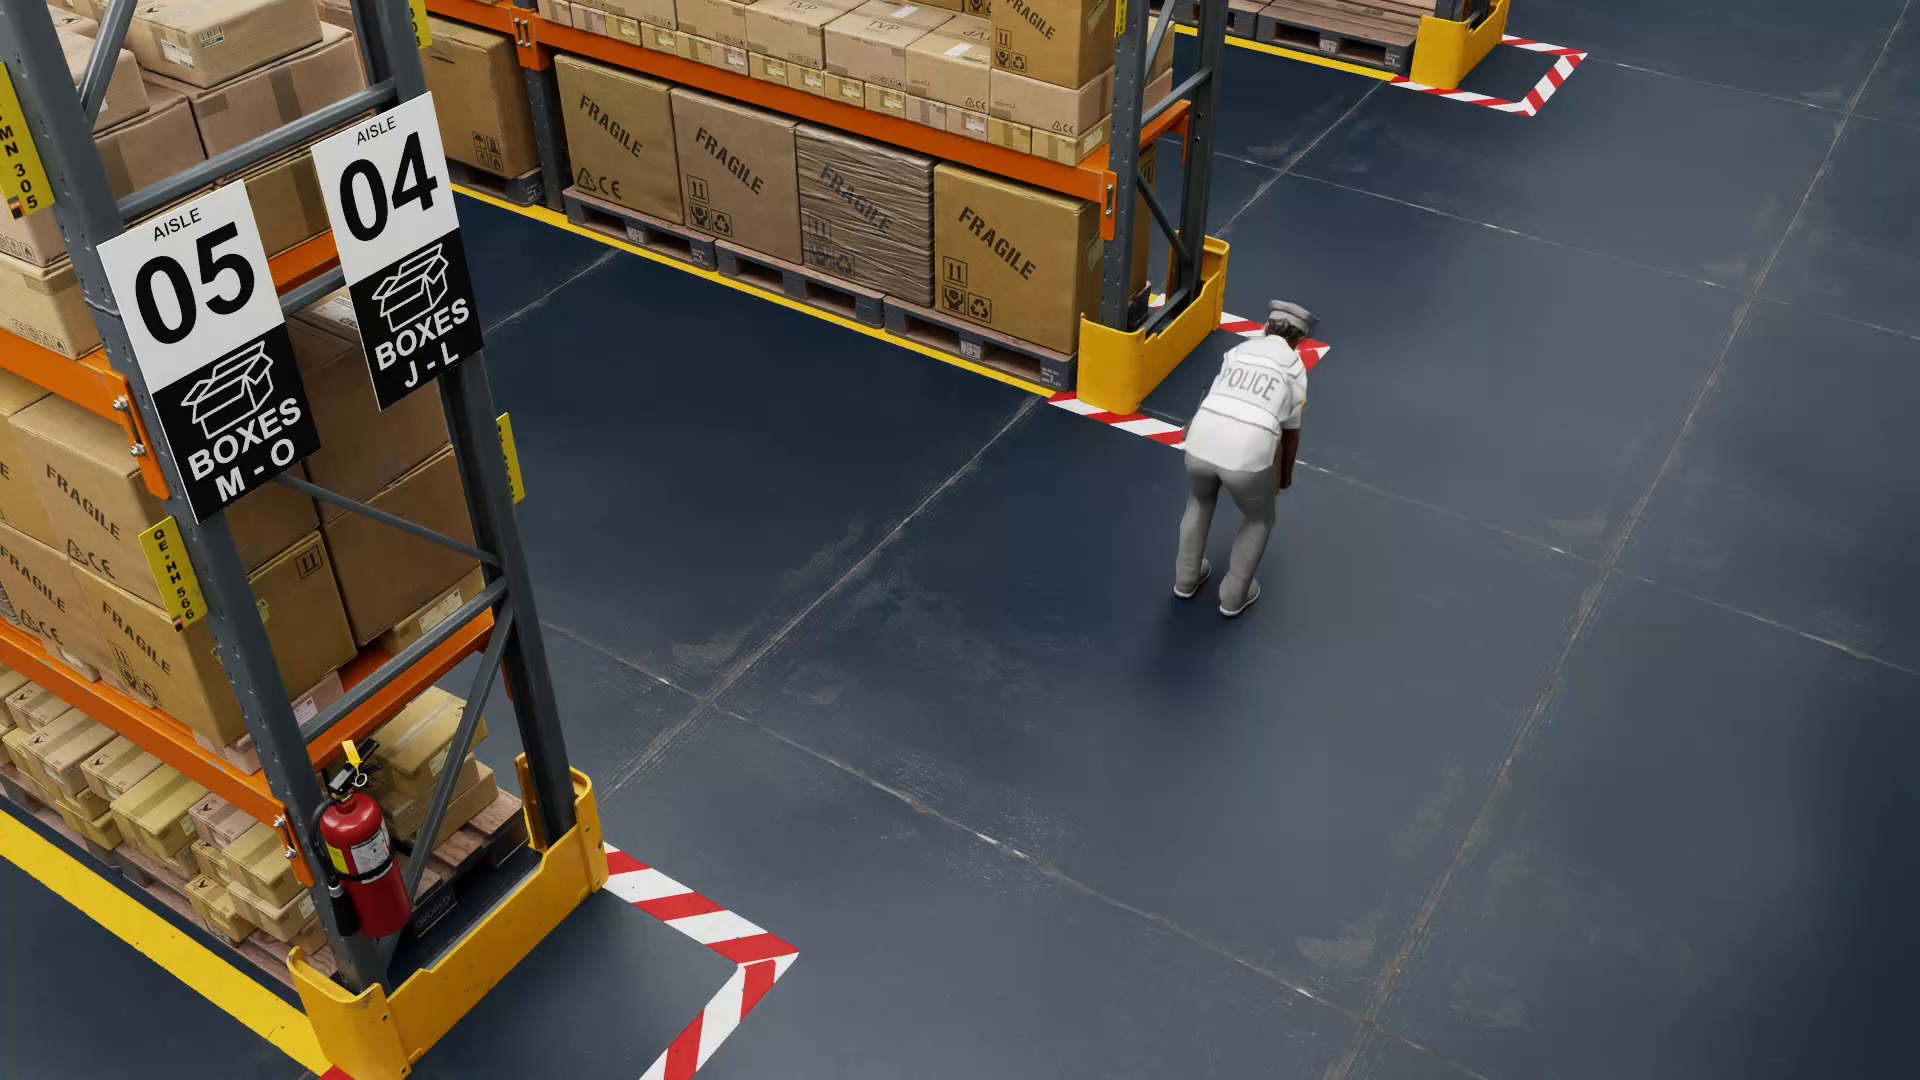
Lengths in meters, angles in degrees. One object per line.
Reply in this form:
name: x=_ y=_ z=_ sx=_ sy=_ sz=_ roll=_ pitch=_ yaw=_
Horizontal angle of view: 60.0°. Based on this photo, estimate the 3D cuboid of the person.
person: x=1.297 y=-0.378 z=7.456 sx=0.414 sy=1.291 sz=0.902 roll=21 pitch=43 yaw=24
